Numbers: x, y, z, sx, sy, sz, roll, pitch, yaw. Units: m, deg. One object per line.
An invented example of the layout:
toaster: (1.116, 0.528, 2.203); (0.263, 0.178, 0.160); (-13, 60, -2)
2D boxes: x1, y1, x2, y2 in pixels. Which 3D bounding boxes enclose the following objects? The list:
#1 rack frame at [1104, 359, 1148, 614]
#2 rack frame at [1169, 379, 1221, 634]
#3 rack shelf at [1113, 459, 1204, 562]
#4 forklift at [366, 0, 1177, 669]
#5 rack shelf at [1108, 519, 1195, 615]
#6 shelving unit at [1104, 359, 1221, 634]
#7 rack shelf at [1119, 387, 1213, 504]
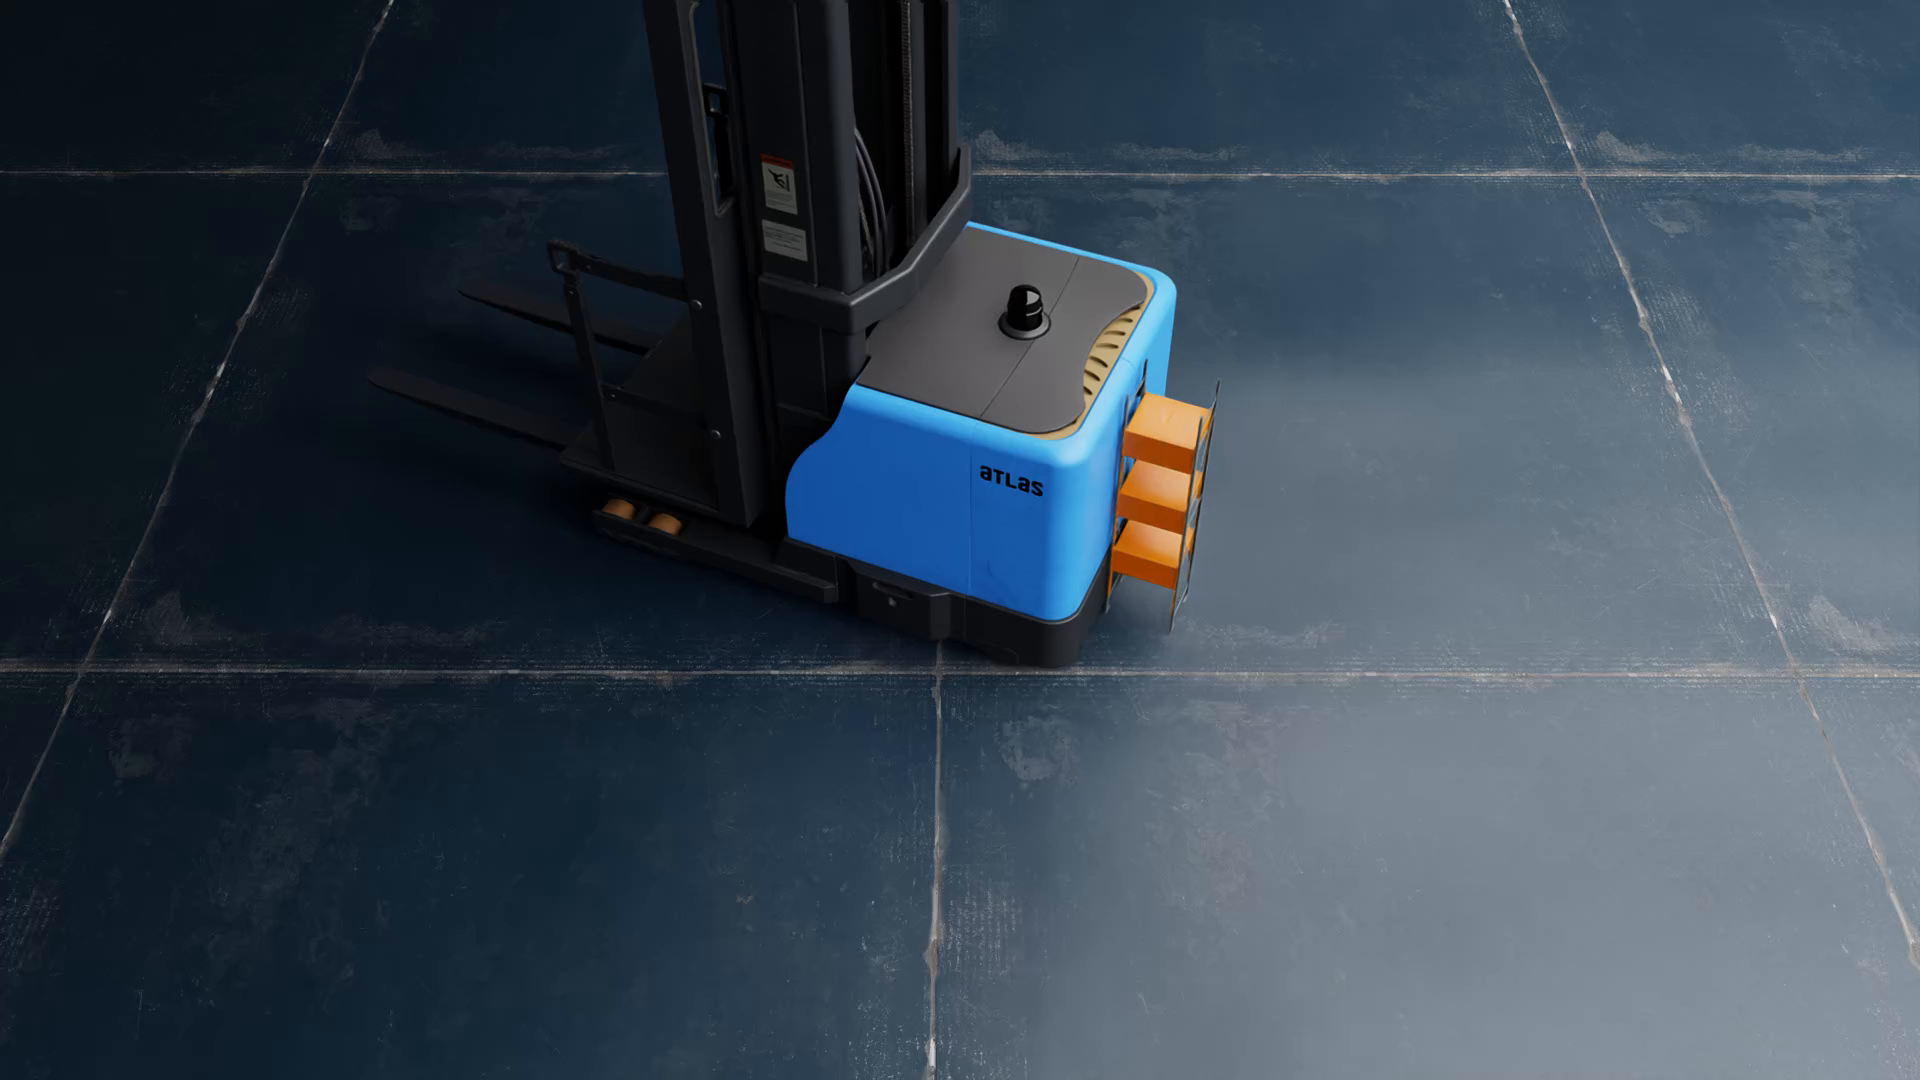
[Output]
rack frame: (0.564, -0.159, 5.681); (0.008, 1.050, 0.200); (17, 49, 16)
rack frame: (0.789, -0.089, 5.615); (0.008, 1.050, 0.200); (17, 49, 16)
rack shelf: (0.676, -0.117, 5.656); (0.240, 0.259, 0.215); (17, 49, 16)
forklift: (-0.816, -1.271, 5.431); (3.031, 2.935, 1.130); (17, 49, 16)
rack shelf: (0.676, 0.073, 5.859); (0.240, 0.259, 0.215); (17, 49, 16)
shelving unit: (0.676, -0.124, 5.648); (0.252, 1.050, 0.215); (17, 49, 16)
rack shelf: (0.676, -0.310, 5.448); (0.240, 0.259, 0.215); (17, 49, 16)
